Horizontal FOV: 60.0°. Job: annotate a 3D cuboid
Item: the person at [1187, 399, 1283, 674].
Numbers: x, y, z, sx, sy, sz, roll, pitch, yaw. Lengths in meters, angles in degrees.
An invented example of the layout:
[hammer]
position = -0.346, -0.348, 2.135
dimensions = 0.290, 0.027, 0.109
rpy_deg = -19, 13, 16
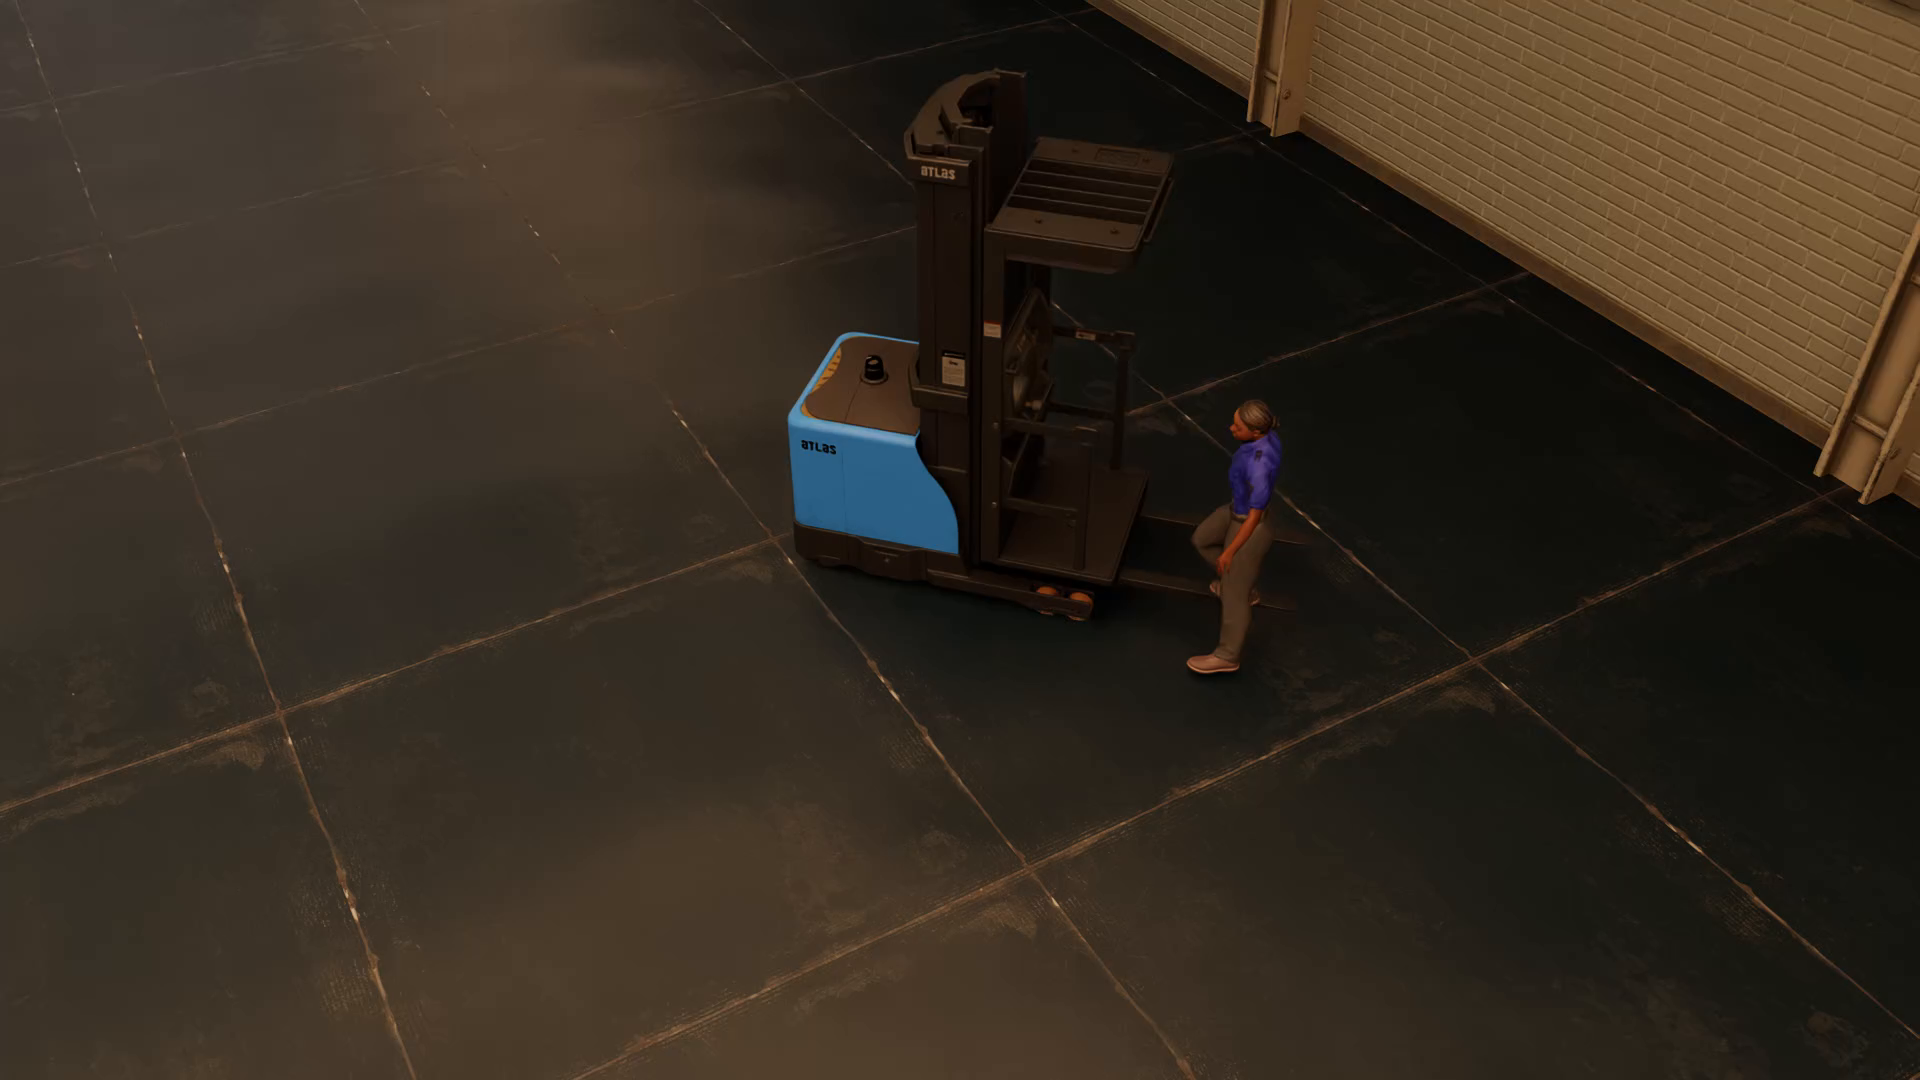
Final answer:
[person]
position = 1.488, -0.065, 9.089
dimensions = 0.458, 1.617, 0.670
rpy_deg = 8, 40, 10

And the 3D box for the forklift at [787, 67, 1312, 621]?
[forklift]
position = 0.568, -1.035, 9.283
dimensions = 3.031, 2.935, 1.130
rpy_deg = 11, 41, 13
